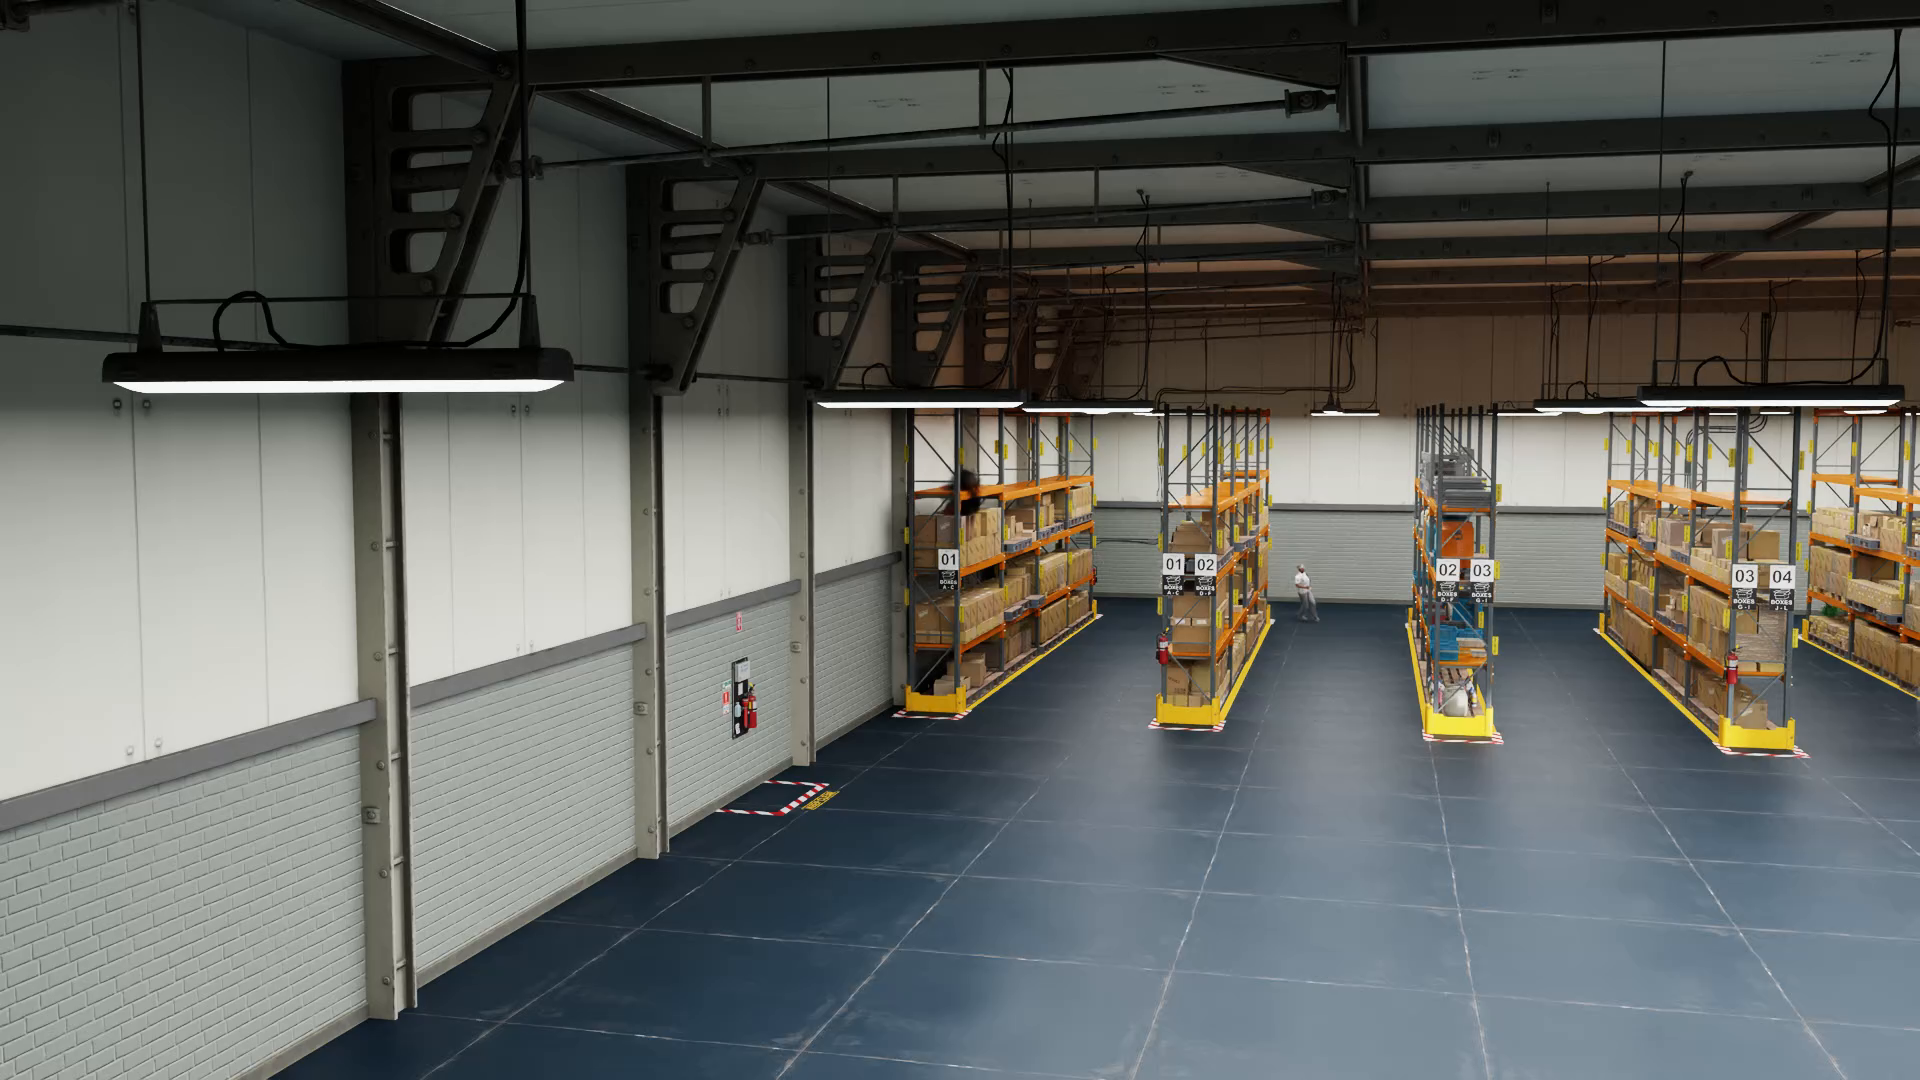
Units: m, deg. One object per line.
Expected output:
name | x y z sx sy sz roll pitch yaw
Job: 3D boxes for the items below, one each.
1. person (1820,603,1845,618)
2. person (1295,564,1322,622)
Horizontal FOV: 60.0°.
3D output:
person | 23.292 1.648 44.245 0.772 1.742 0.675 1 4 11
person | 9.739 1.484 46.881 0.651 1.659 0.727 -4 6 -41
